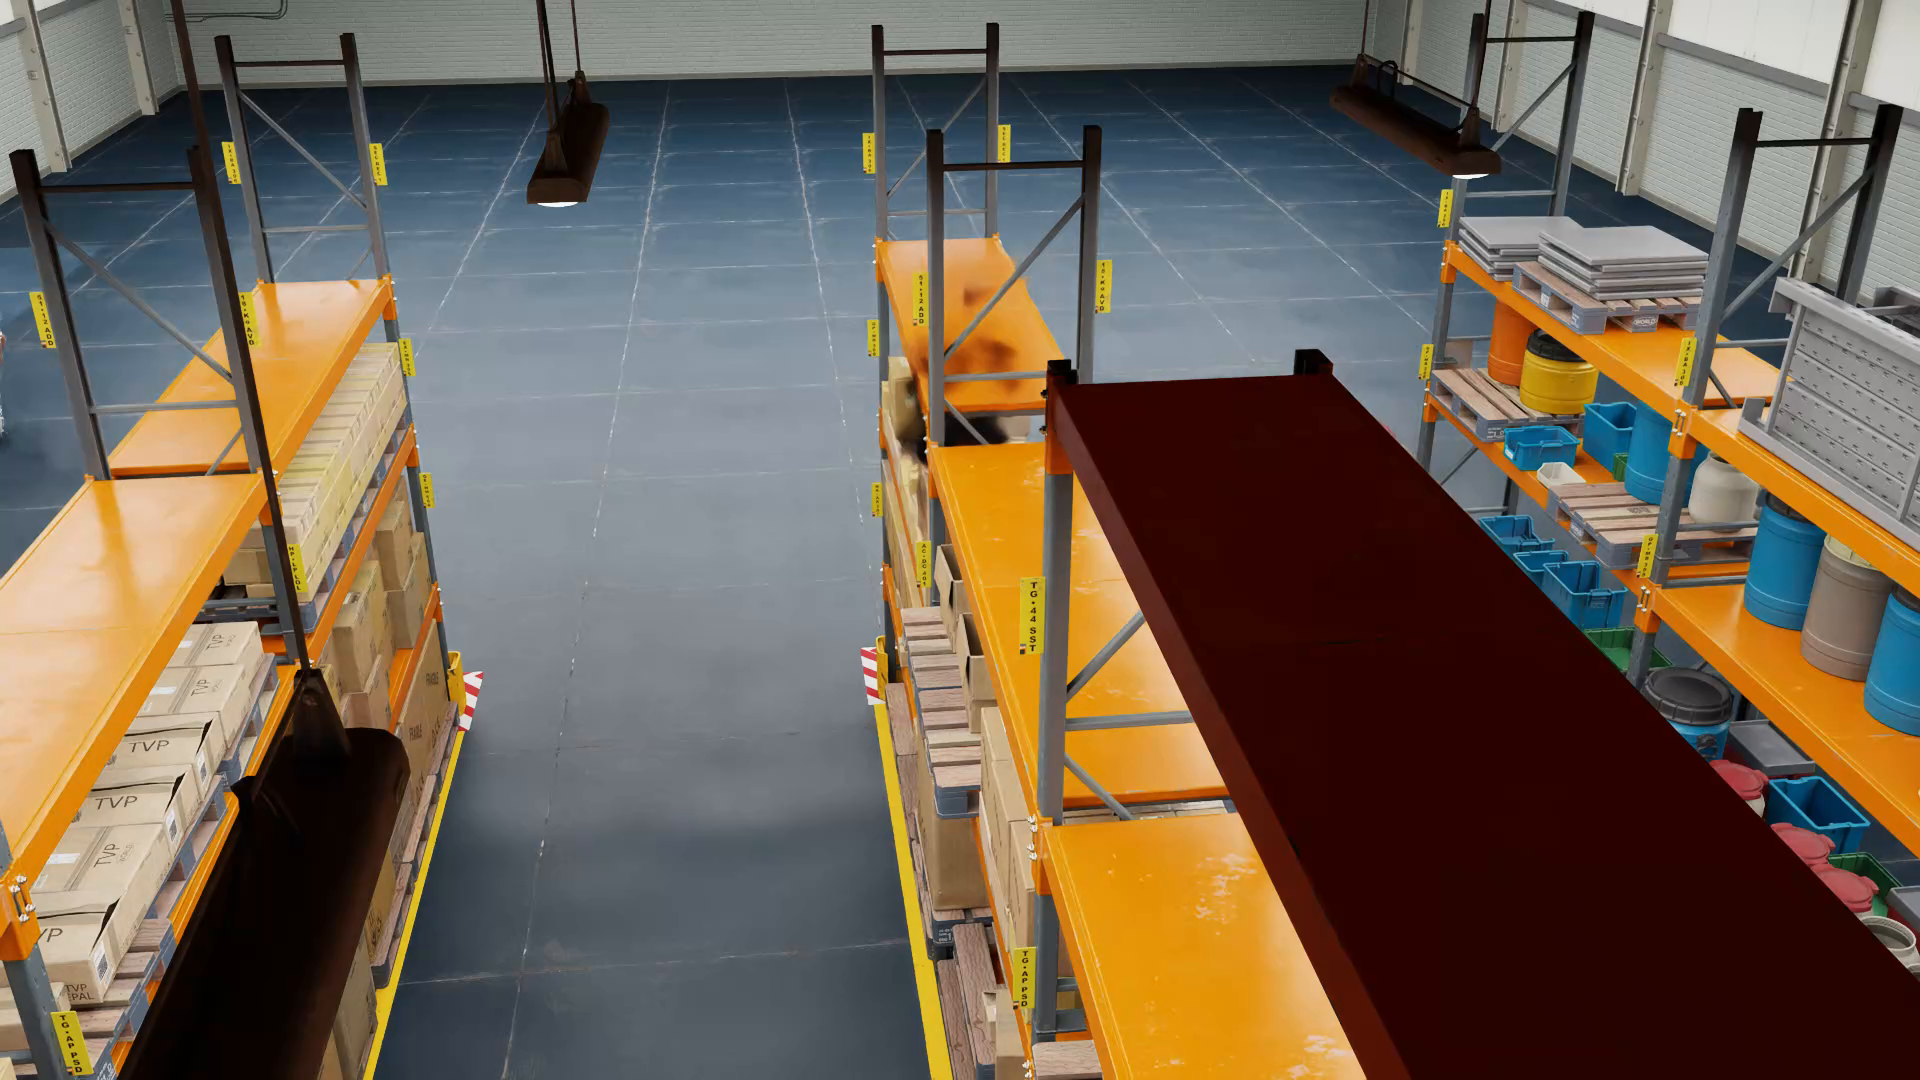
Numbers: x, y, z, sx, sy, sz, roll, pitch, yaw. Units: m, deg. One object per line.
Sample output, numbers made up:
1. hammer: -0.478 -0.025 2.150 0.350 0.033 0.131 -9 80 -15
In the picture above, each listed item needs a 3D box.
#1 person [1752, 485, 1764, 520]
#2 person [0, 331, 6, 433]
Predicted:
1. person: 8.712 -0.721 18.093 0.600 1.694 0.698 10 27 20
2. person: -12.422 -2.164 21.016 0.745 1.850 0.631 17 30 31
